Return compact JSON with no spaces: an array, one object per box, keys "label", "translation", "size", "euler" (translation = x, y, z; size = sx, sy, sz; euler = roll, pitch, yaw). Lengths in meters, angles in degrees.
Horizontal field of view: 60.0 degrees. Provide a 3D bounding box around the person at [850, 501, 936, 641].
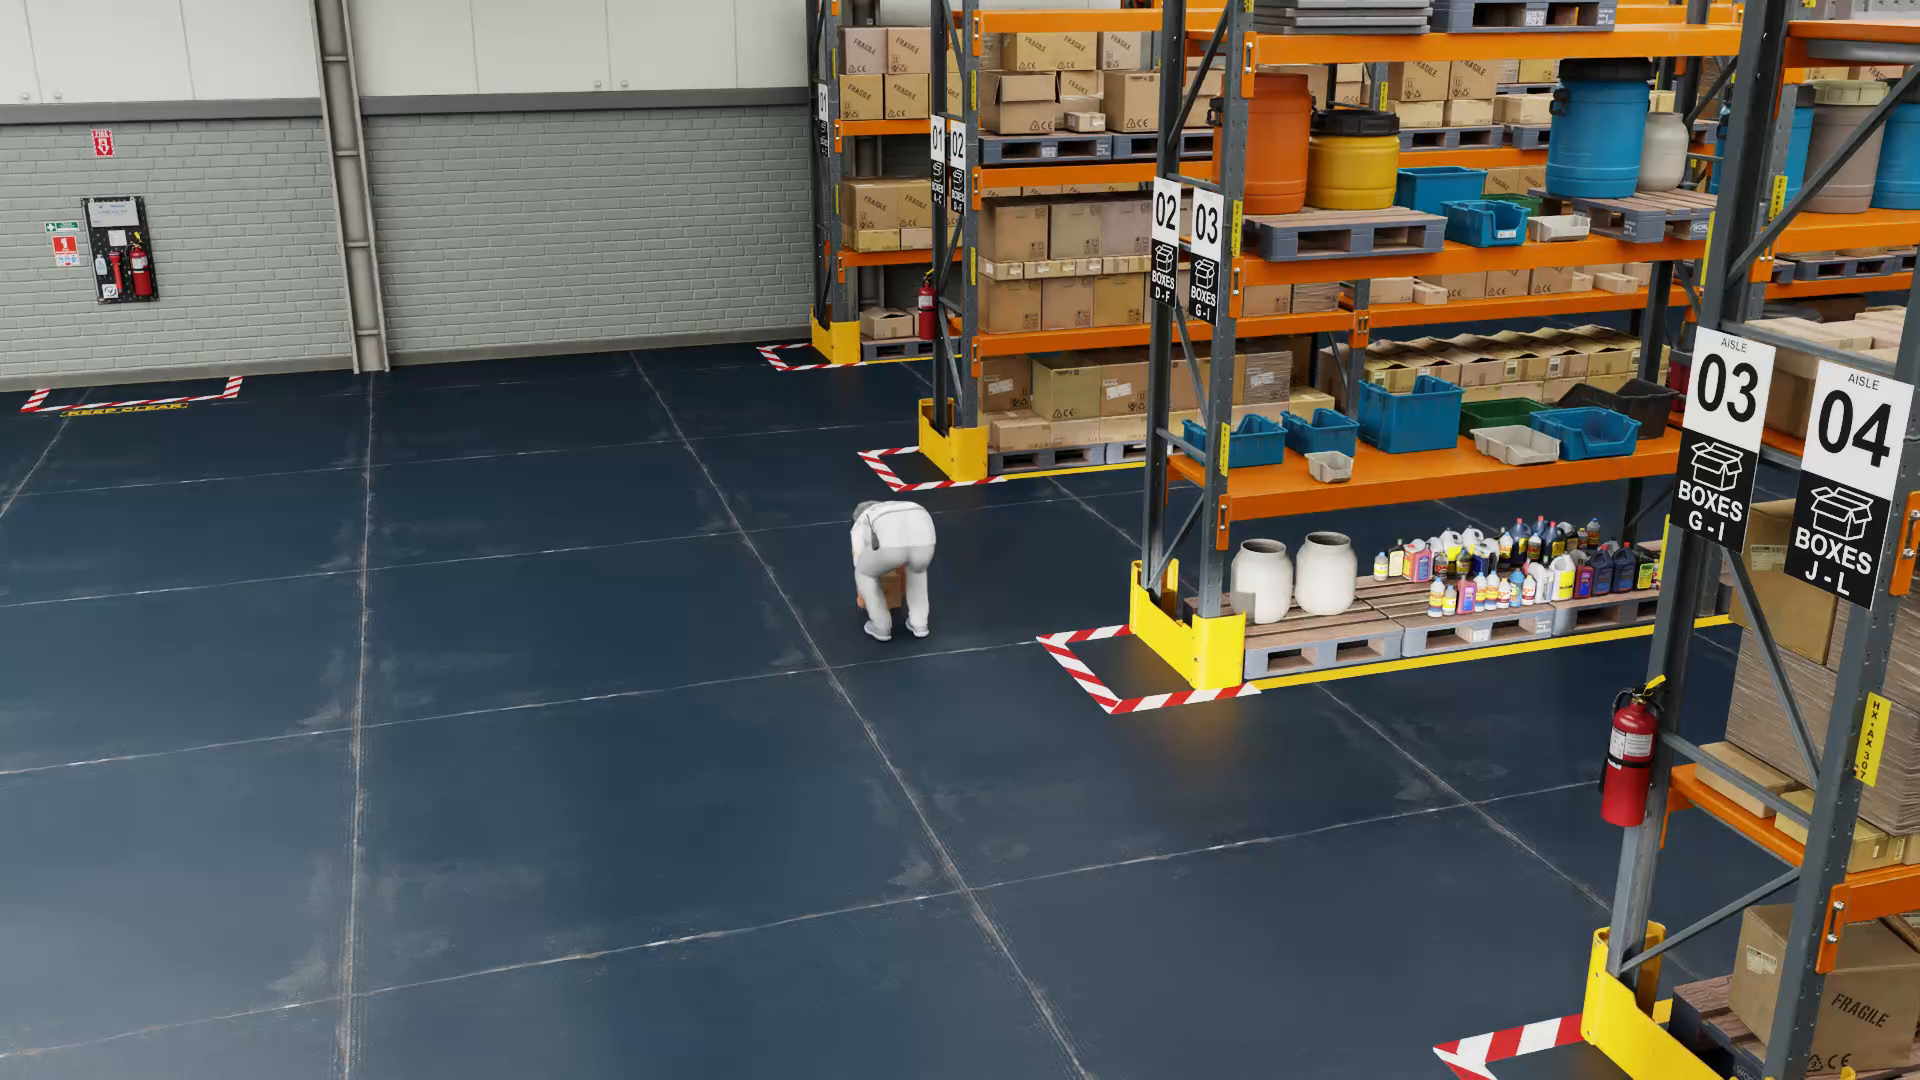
[{"label":"person","translation":[-0.506,0.148,11.833],"size":[0.540,0.965,1.023],"euler":[-7,20,-20]}]
